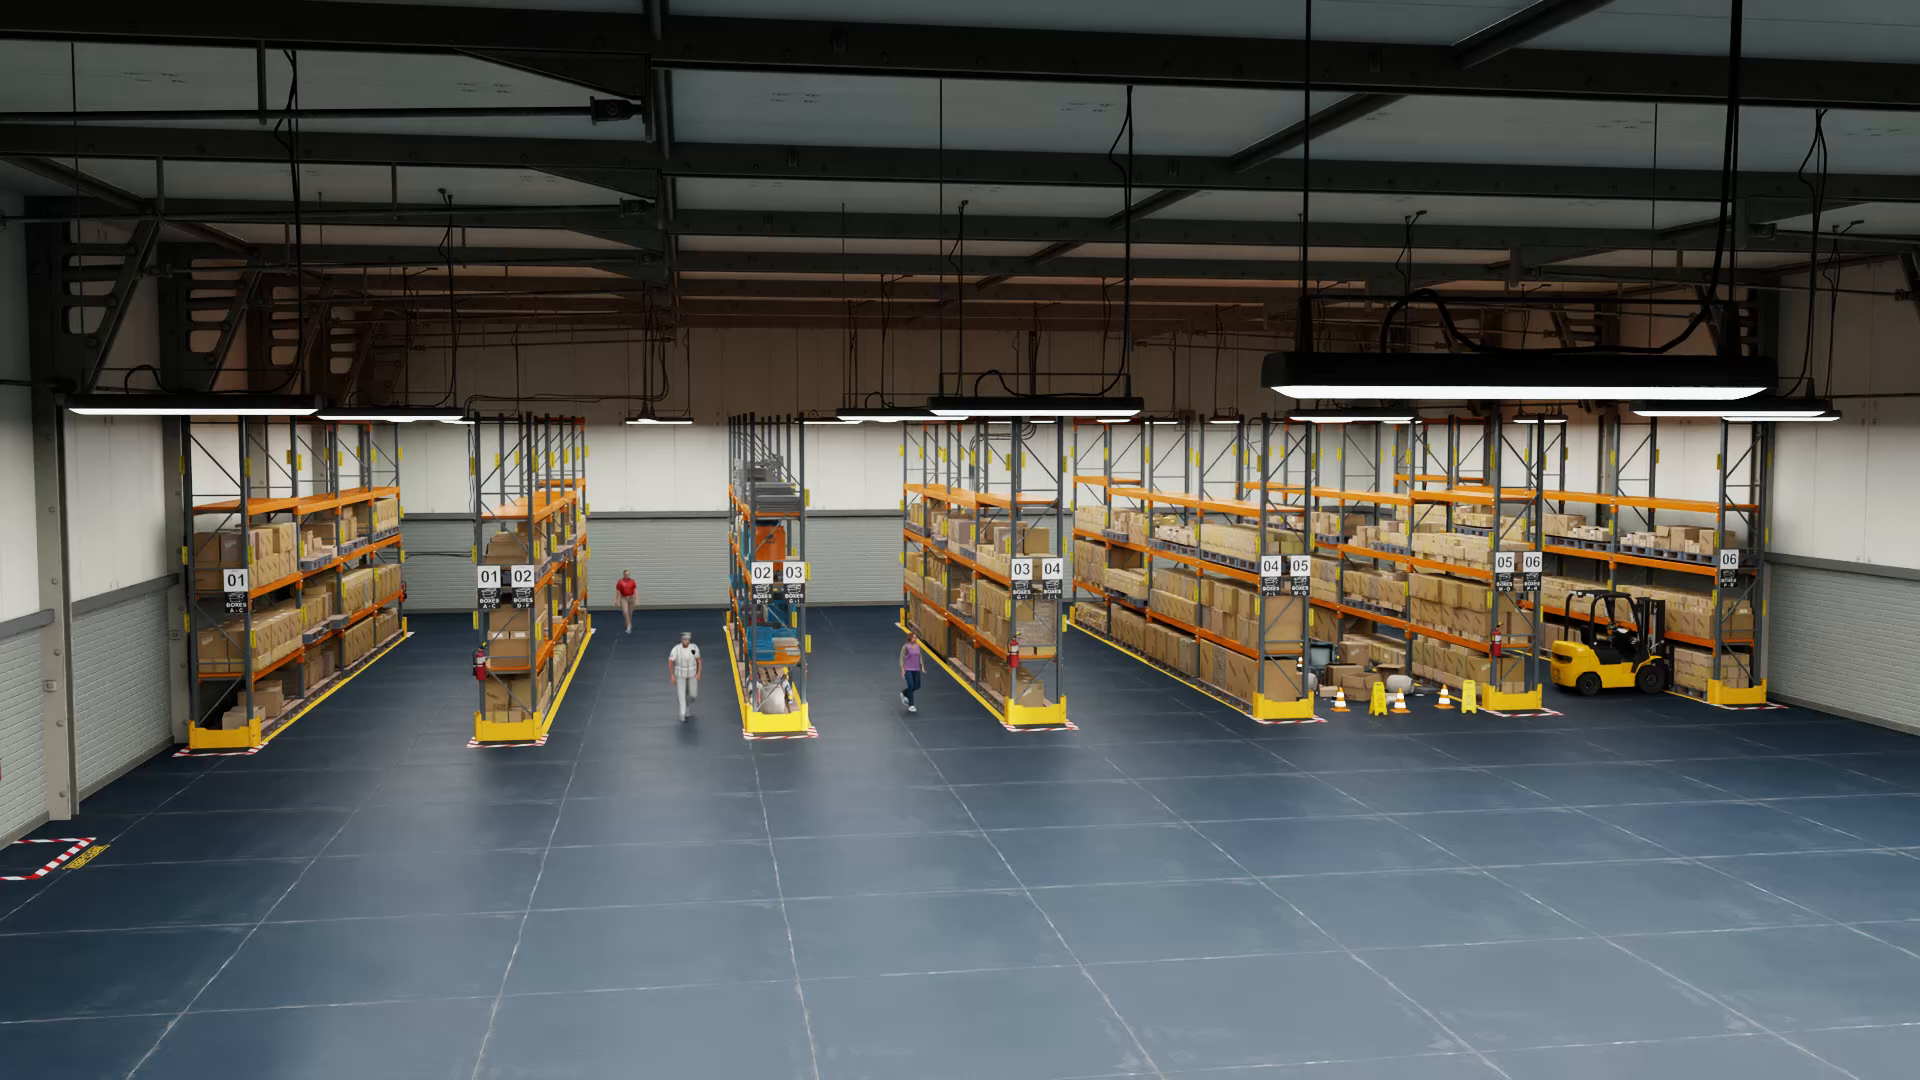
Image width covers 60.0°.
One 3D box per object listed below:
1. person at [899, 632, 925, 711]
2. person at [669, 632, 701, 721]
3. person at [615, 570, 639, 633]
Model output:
[{"bbox_3d":[-0.993,2.634,33.656,0.522,1.583,0.673,-3,5,-37],"label":"person"},{"bbox_3d":[-5.399,2.648,32.612,0.635,1.742,0.620,-2,4,-22],"label":"person"},{"bbox_3d":[-9.299,1.699,46.587,0.629,1.696,0.947,-2,5,-31],"label":"person"}]
